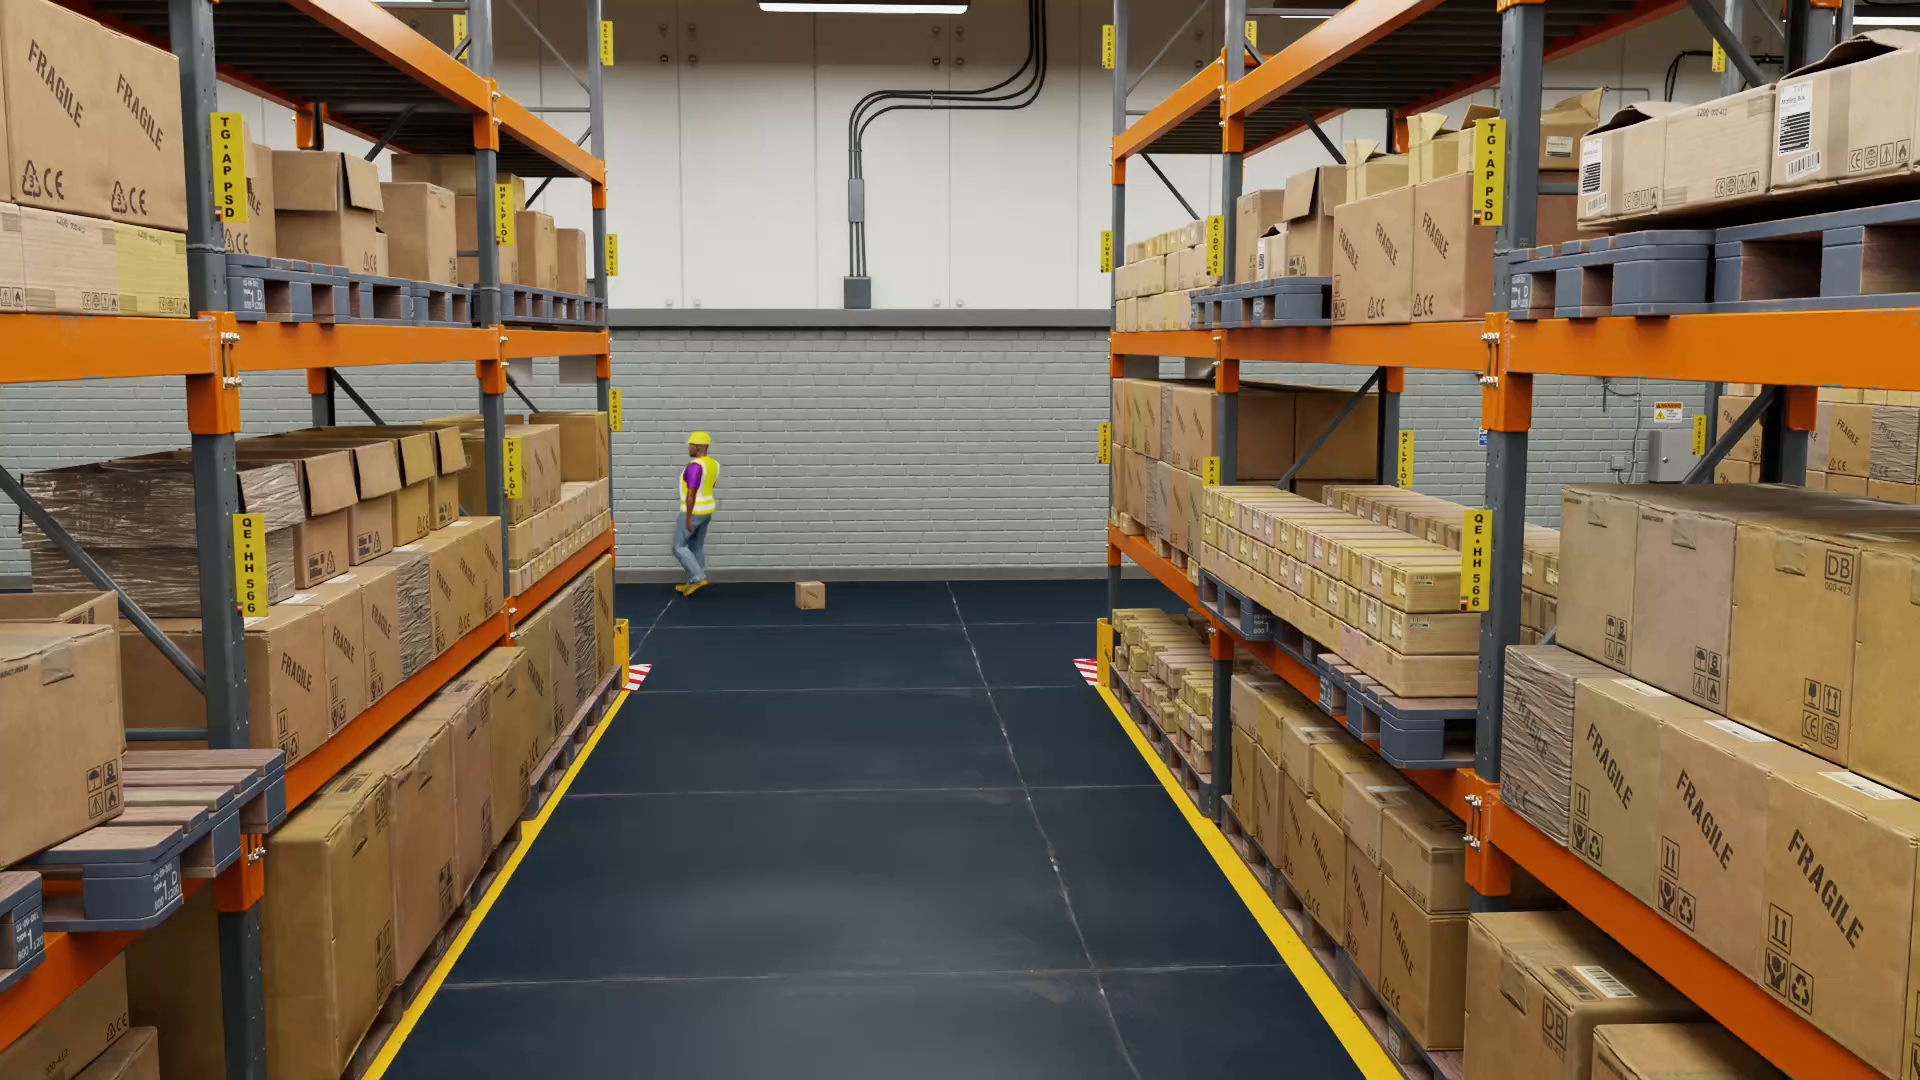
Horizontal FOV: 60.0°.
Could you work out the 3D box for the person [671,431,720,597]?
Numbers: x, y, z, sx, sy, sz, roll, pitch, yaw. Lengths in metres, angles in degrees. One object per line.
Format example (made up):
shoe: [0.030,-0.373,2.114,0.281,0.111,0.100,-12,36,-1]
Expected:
person: [-2.898,-0.288,17.921,0.544,1.767,0.592,3,7,21]
